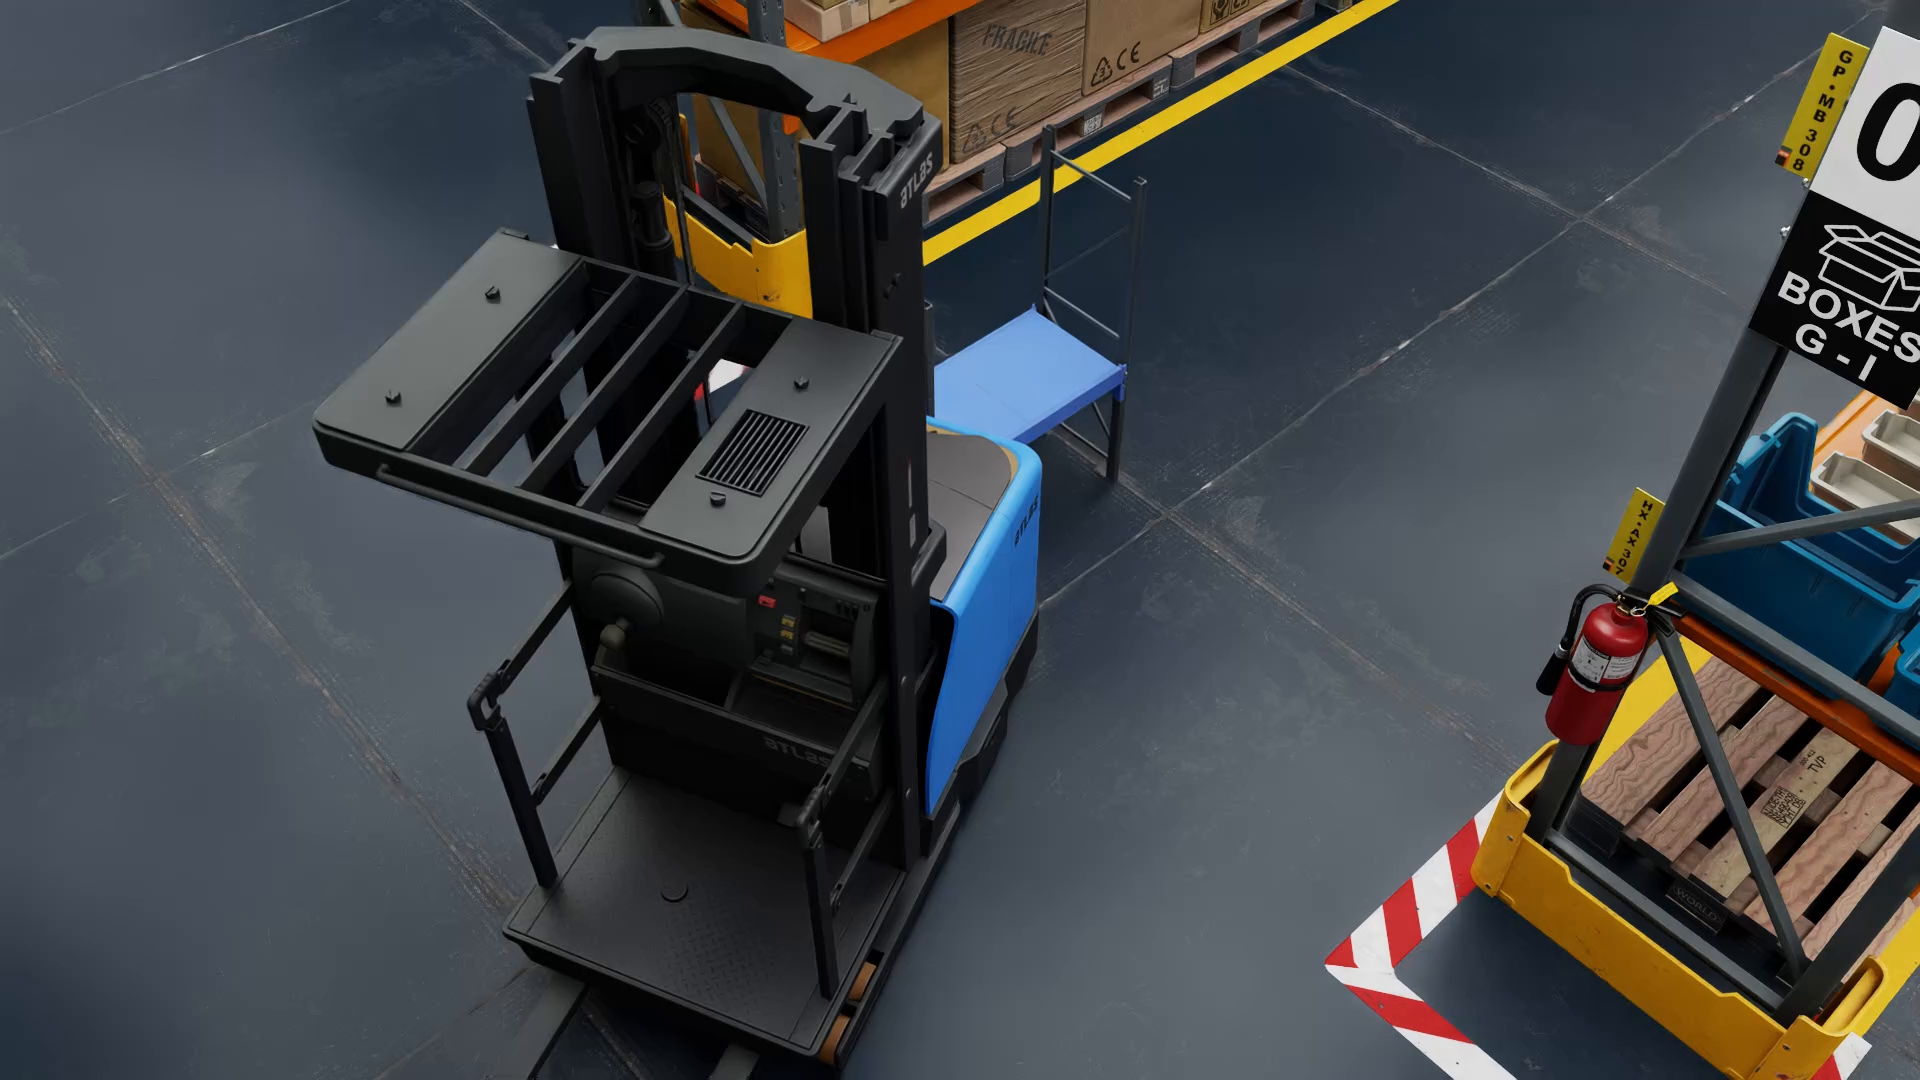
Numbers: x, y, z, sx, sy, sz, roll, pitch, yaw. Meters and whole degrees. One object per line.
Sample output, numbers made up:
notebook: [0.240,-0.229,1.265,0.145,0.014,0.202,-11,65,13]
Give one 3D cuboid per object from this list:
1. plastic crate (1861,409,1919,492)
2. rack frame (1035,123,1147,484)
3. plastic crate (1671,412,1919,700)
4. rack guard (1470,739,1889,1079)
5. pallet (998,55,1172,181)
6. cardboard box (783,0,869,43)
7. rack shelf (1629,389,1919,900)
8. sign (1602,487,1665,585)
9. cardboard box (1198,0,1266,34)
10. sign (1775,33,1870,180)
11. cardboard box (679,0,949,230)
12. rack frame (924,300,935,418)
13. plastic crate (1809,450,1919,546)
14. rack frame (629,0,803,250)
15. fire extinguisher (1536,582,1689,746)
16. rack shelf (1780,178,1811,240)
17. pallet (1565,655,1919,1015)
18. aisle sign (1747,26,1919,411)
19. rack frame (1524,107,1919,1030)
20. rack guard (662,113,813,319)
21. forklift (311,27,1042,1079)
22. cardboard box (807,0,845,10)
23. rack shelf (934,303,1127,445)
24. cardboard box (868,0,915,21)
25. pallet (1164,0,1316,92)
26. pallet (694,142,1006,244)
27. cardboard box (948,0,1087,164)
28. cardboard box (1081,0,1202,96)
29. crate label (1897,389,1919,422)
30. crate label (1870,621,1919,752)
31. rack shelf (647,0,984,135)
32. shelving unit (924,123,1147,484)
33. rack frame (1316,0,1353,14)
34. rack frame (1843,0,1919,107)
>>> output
plastic crate: [2.955,-0.227,5.057,0.243,0.136,0.396,-34,56,-27]
rack frame: [0.483,-0.887,6.547,0.032,1.500,0.500,-34,56,-27]
plastic crate: [2.372,0.041,4.606,0.499,0.435,0.616,-34,56,-27]
rack guard: [2.241,1.207,5.296,0.348,0.500,1.175,-34,56,-27]
pallet: [0.359,-2.445,8.862,1.213,0.211,1.003,-34,56,-27]
cardboard box: [-0.598,-2.263,6.968,0.250,0.149,0.380,-33,55,-27]
rack shelf: [3.729,-0.404,5.571,4.000,0.370,1.077,-34,56,-27]
sign: [1.868,-0.006,4.603,0.005,0.325,0.100,-34,56,-27]
cardboard box: [1.335,-3.469,9.070,0.875,0.875,0.875,-34,56,-27]
sign: [1.868,-0.932,3.599,0.005,0.325,0.100,-34,56,-27]
cardboard box: [-0.663,-2.134,7.838,0.875,0.875,0.875,-34,56,-27]
rack frame: [-0.267,-0.382,6.082,0.032,1.500,0.500,-34,56,-27]
plastic crate: [2.731,-0.092,4.932,0.243,0.136,0.396,-34,56,-27]
rack frame: [-1.082,-2.353,6.880,0.127,3.000,1.000,-34,56,-27]
fire extinguisher: [1.832,0.321,4.719,0.183,0.674,0.296,-34,56,-27]
rack shelf: [3.729,-1.421,4.469,4.000,0.370,1.077,-34,56,-27]
pallet: [2.886,0.900,5.776,1.213,0.211,1.003,-34,56,-27]
aisle sign: [1.999,-0.665,3.553,0.004,0.787,0.394,-34,56,-27]
rack frame: [2.250,0.341,4.395,0.127,3.000,1.000,-34,56,-27]
rack guard: [-1.100,-1.493,7.787,0.348,0.500,1.175,-34,56,-27]
forklift: [-0.745,0.288,4.490,1.130,2.935,3.031,17,50,15]
cardboard box: [-0.546,-2.493,6.909,0.500,0.250,0.500,-35,56,-28]
rack shelf: [0.108,-0.512,6.447,1.000,0.185,0.538,-34,56,-27]
cardboard box: [-0.409,-2.391,7.086,0.250,0.149,0.380,-35,56,-28]
pallet: [1.262,-3.051,9.422,1.213,0.211,1.003,-34,56,-27]
pallet: [-0.543,-1.845,8.309,1.213,0.211,1.003,-34,56,-27]
cardboard box: [0.011,-2.584,8.254,0.875,0.875,0.875,-34,56,-27]
cardboard box: [0.669,-3.024,8.660,0.875,0.875,0.875,-34,56,-27]
crate label: [3.145,-0.378,5.197,0.243,0.136,0.396,-34,56,-27]
crate label: [2.654,0.434,4.382,0.303,0.233,0.416,-34,56,-27]
rack shelf: [0.397,-3.097,8.057,4.000,0.370,1.077,-34,56,-27]
shelving unit: [0.108,-0.634,6.315,1.048,1.500,0.538,-34,56,-27]
rack frame: [1.877,-4.330,8.705,0.127,3.000,1.000,-34,56,-27]
rack frame: [2.250,-1.694,2.190,0.127,3.000,1.000,-34,56,-27]
